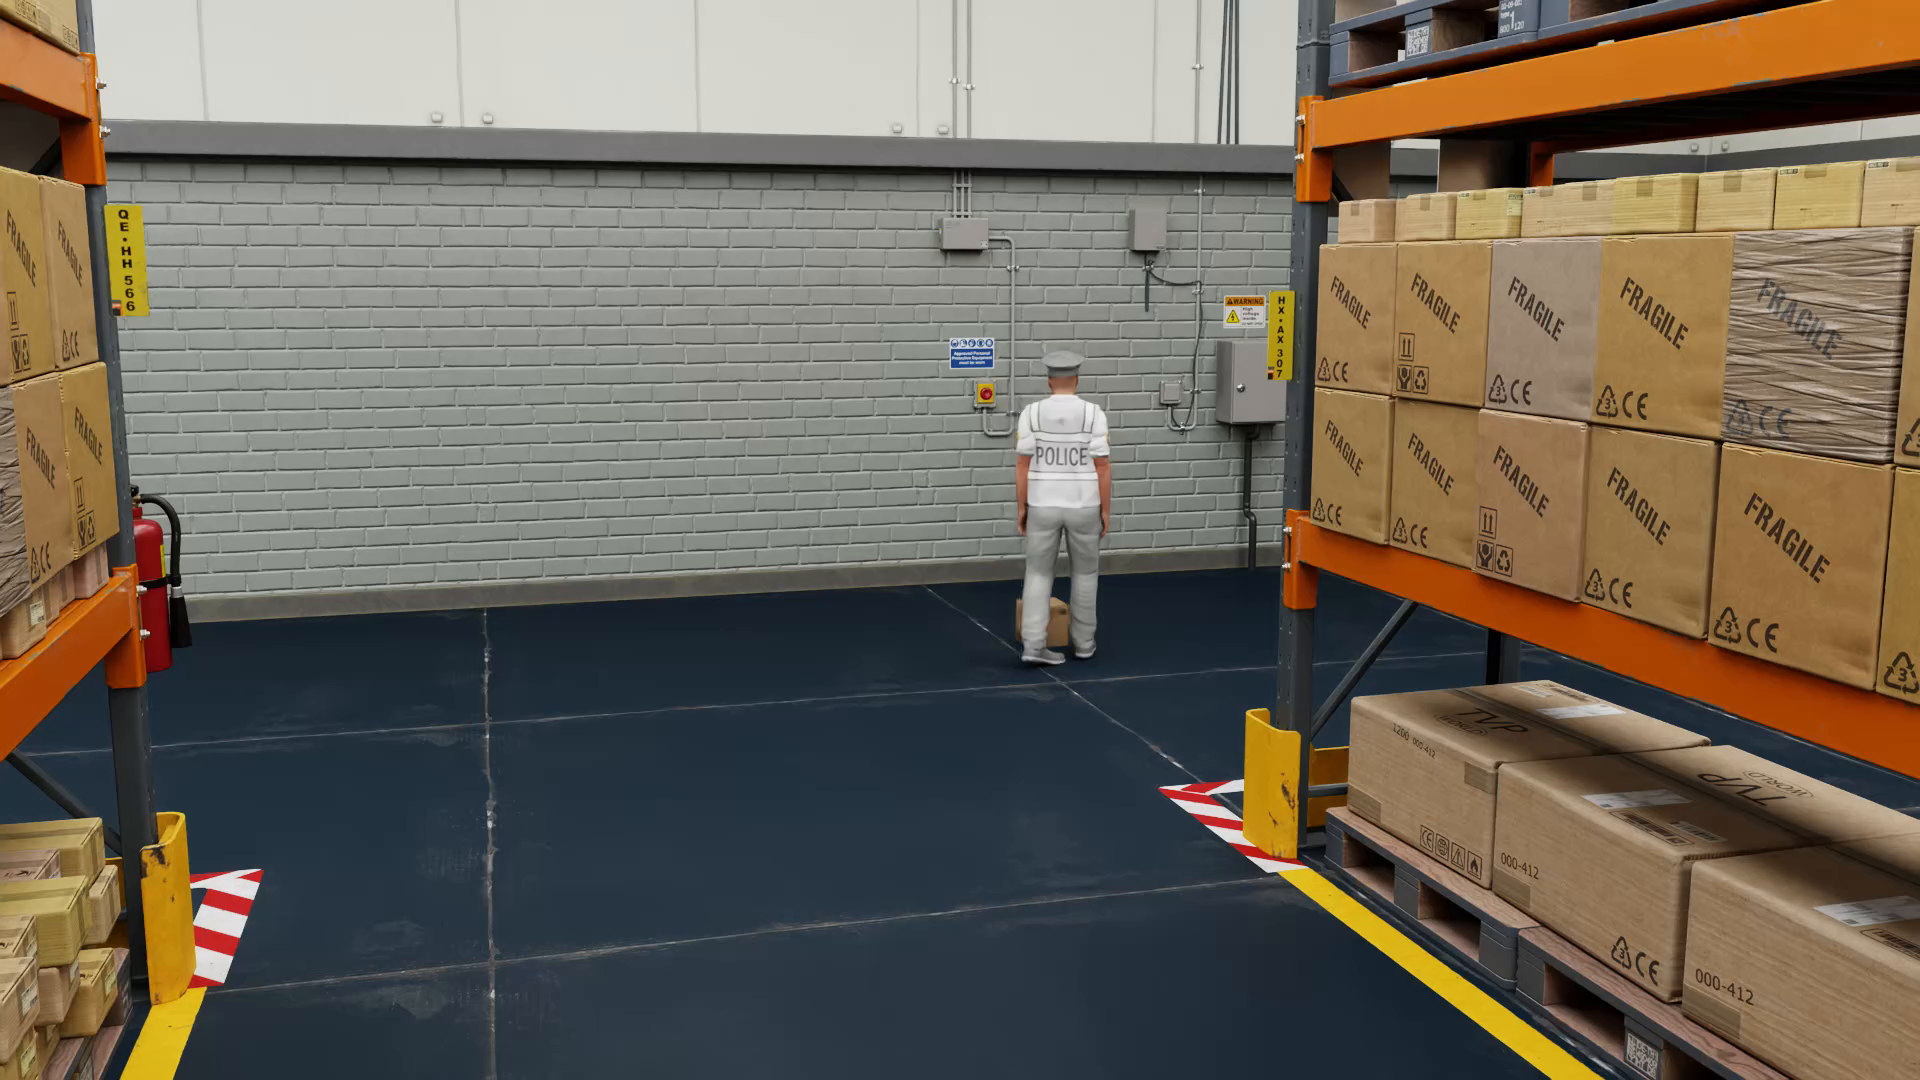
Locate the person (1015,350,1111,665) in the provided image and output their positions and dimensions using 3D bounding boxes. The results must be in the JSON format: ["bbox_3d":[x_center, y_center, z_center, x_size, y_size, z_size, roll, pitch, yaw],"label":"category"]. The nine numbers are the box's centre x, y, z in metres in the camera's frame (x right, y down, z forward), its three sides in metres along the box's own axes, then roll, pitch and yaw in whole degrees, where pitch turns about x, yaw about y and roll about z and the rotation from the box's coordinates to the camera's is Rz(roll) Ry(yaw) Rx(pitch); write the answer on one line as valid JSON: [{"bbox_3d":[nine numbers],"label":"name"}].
[{"bbox_3d":[0.585,-0.183,9.433,0.541,1.779,0.581,1,9,6],"label":"person"}]
